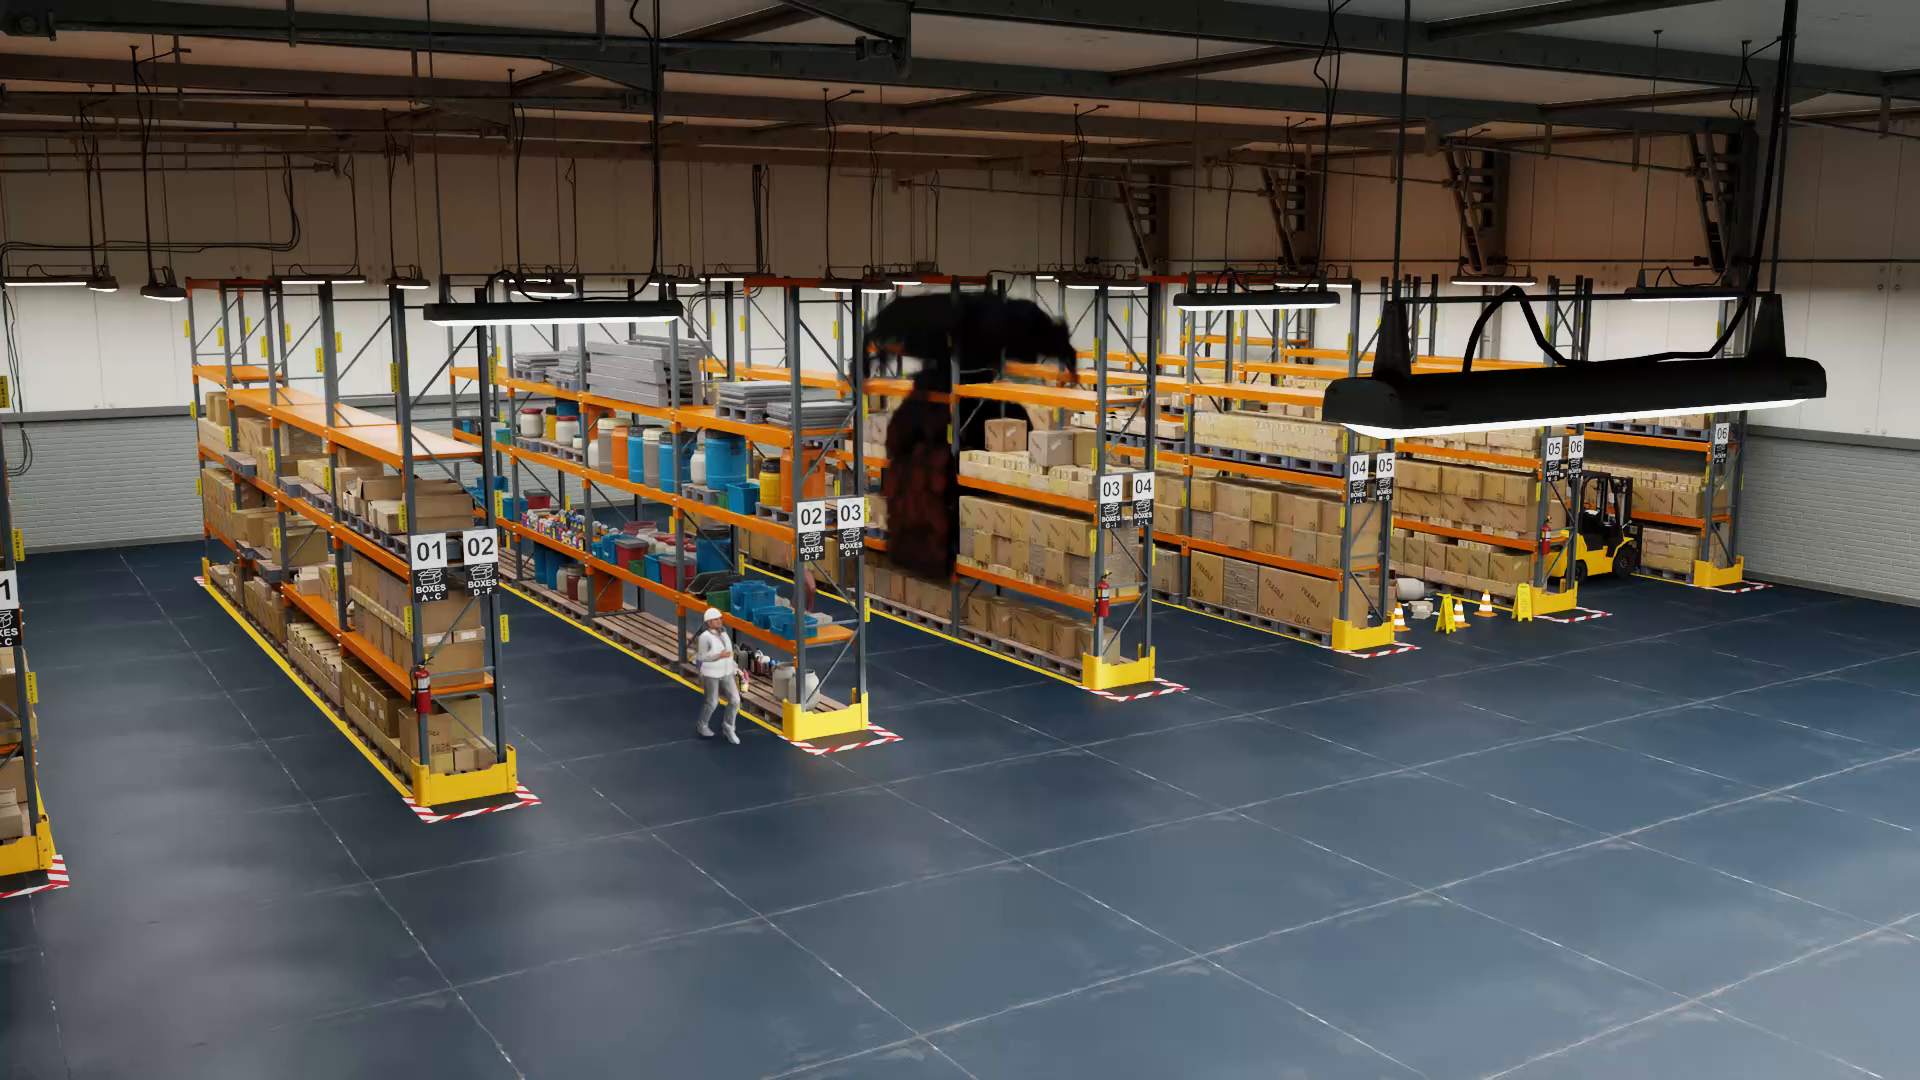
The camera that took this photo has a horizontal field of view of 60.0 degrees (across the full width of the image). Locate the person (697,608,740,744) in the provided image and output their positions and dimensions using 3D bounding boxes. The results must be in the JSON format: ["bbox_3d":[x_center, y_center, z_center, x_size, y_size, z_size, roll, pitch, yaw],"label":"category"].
[{"bbox_3d":[-3.203,1.799,21.982,0.726,1.821,0.636,8,13,41],"label":"person"}]

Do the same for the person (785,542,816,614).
[{"bbox_3d":[-2.612,0.483,28.199,0.603,1.618,0.764,-8,13,-41],"label":"person"}]
